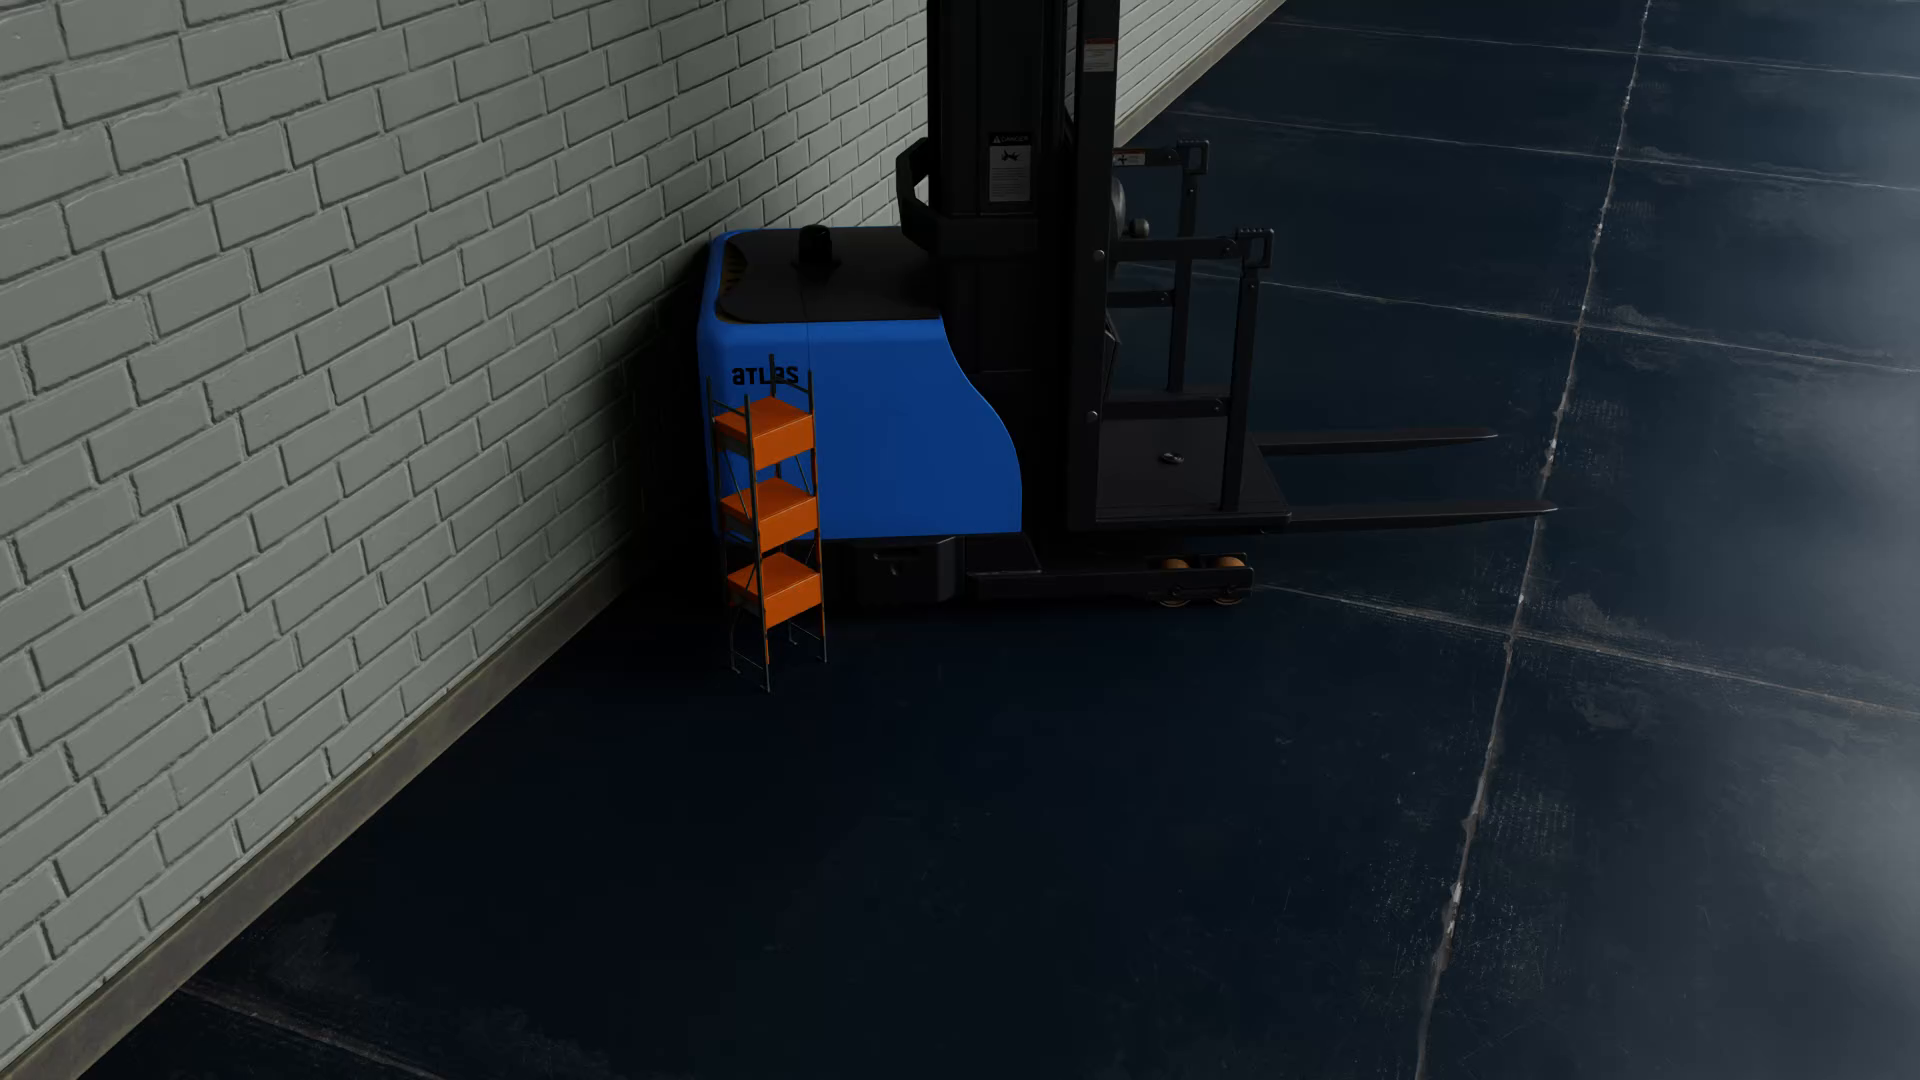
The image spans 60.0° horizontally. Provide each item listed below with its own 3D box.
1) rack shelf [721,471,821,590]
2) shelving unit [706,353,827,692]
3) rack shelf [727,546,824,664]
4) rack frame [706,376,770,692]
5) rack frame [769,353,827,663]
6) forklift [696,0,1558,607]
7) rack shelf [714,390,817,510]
[{"bbox_3d":[-0.603,-0.033,5.262,0.215,0.259,0.240,26,39,38],"label":"rack shelf"},{"bbox_3d":[-0.603,-0.042,5.257,0.215,1.050,0.252,26,39,38],"label":"shelving unit"},{"bbox_3d":[-0.603,0.209,5.399,0.215,0.259,0.240,26,39,38],"label":"rack shelf"},{"bbox_3d":[-0.689,0.001,5.182,0.200,1.050,0.008,26,39,38],"label":"rack frame"},{"bbox_3d":[-0.517,-0.084,5.332,0.200,1.050,0.008,26,39,38],"label":"rack frame"},{"bbox_3d":[0.621,-1.299,5.570,3.031,2.935,1.130,-2,30,-4],"label":"forklift"},{"bbox_3d":[-0.603,-0.280,5.123,0.215,0.259,0.240,26,39,38],"label":"rack shelf"}]
